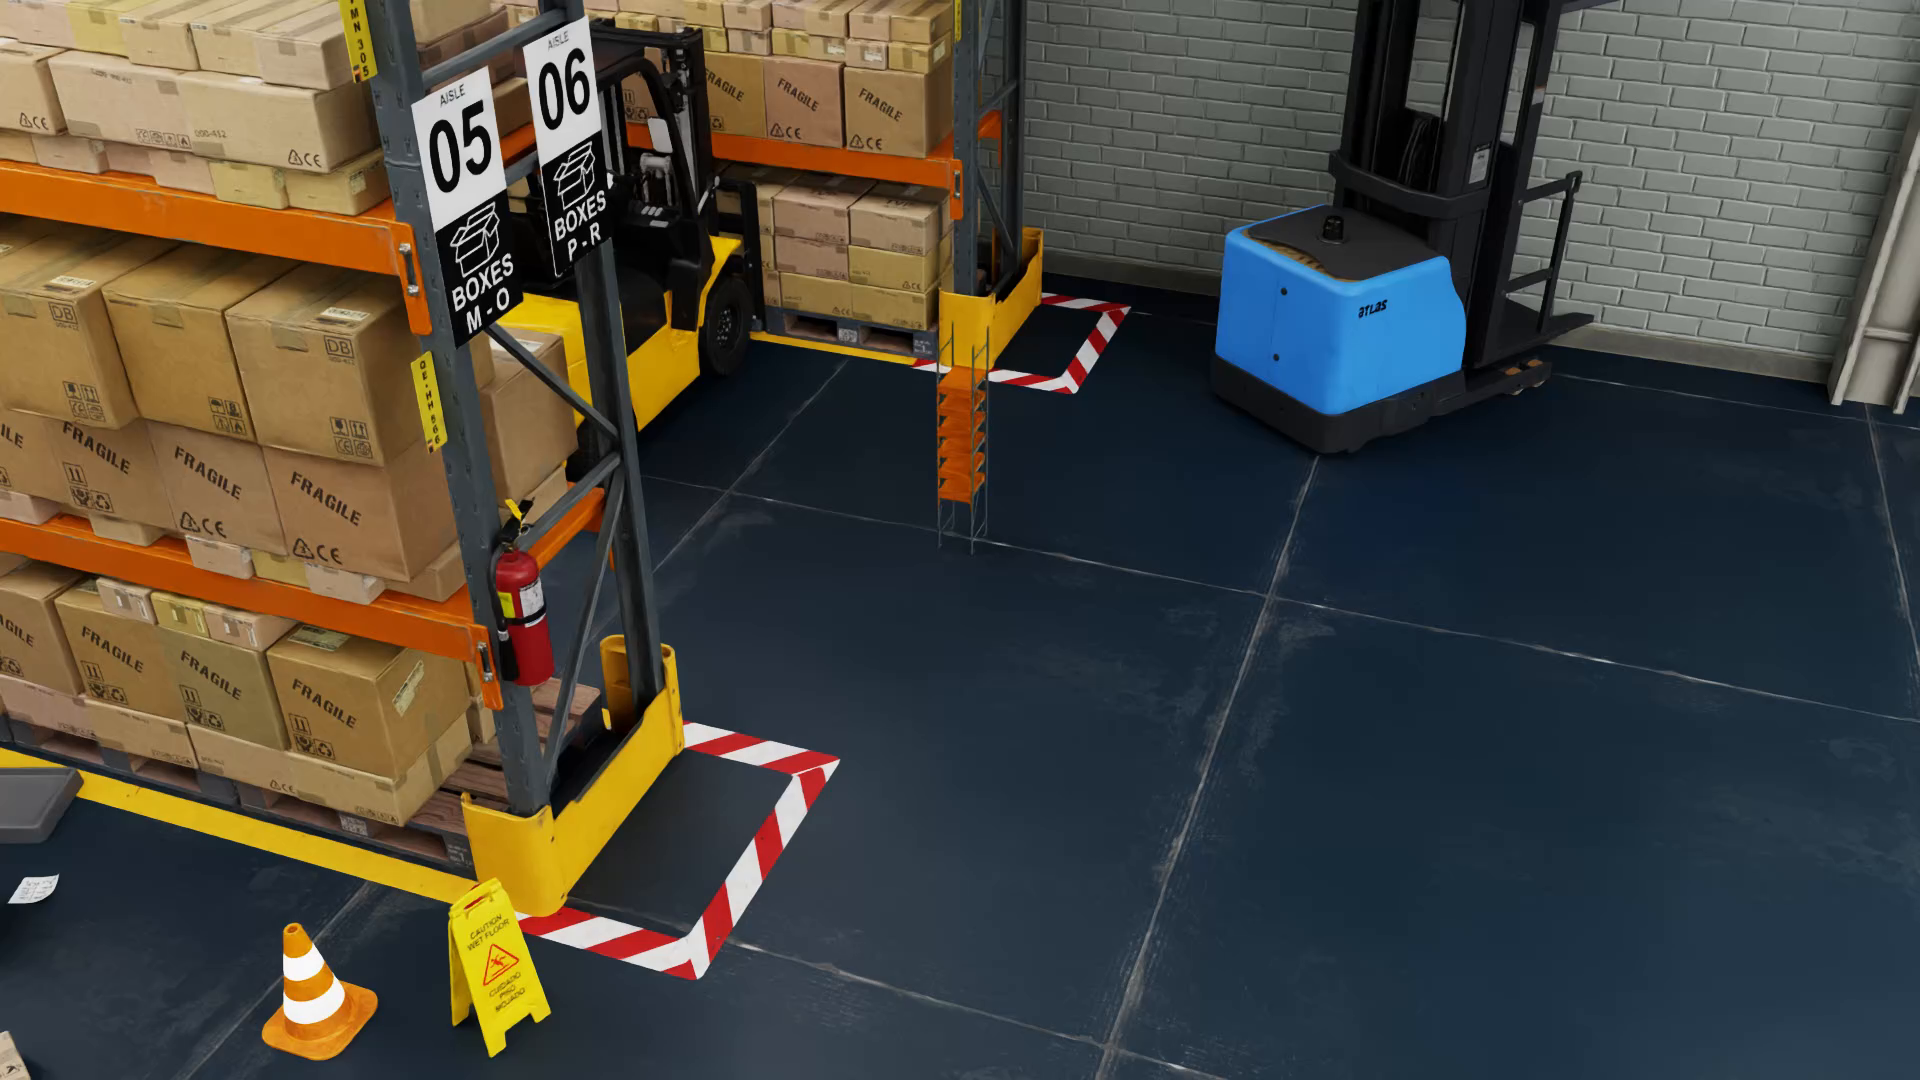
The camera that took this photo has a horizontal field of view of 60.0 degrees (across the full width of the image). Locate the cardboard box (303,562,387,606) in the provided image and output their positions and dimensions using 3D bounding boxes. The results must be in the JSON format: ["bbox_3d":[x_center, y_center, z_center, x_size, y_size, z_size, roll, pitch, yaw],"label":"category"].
[{"bbox_3d":[-2.185,0.059,6.124,0.250,0.149,0.380,11,34,16],"label":"cardboard box"}]

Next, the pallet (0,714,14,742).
[{"bbox_3d":[-4.606,0.447,7.863,1.213,0.211,1.003,11,34,16],"label":"pallet"}]

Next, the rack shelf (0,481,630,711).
[{"bbox_3d":[-3.367,-0.161,6.897,4.000,0.370,1.077,11,34,16],"label":"rack shelf"}]

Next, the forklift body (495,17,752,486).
[{"bbox_3d":[-2.214,-1.691,9.387,1.214,2.155,2.313,11,34,16],"label":"forklift body"}]

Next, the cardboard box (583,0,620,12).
[{"bbox_3d":[-2.140,-3.399,10.285,0.250,0.149,0.380,11,34,16],"label":"cardboard box"}]

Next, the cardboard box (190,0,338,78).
[{"bbox_3d":[-2.133,-1.565,5.140,0.250,0.149,0.380,12,35,17],"label":"cardboard box"}]

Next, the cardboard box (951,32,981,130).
[{"bbox_3d":[-0.186,-2.907,10.395,0.500,0.500,0.500,12,35,18],"label":"cardboard box"}]

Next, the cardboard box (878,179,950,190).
[{"bbox_3d":[-0.202,-2.259,10.709,0.500,0.250,0.500,10,34,16],"label":"cardboard box"}]

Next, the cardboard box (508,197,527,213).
[{"bbox_3d":[-2.753,-2.259,11.170,0.500,0.250,0.500,11,34,16],"label":"cardboard box"}]

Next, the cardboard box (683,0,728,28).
[{"bbox_3d":[-1.457,-3.212,9.996,0.250,0.149,0.380,12,35,17],"label":"cardboard box"}]

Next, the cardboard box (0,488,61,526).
[{"bbox_3d":[-3.614,-0.232,6.575,0.250,0.149,0.380,11,34,16],"label":"cardboard box"}]

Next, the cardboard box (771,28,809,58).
[{"bbox_3d":[-0.938,-3.029,9.986,0.250,0.149,0.380,11,34,16],"label":"cardboard box"}]

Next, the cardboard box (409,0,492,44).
[{"bbox_3d":[-1.750,-1.756,5.436,0.250,0.149,0.380,11,34,16],"label":"cardboard box"}]

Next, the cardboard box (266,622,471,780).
[{"bbox_3d":[-2.327,0.553,6.585,0.500,0.500,0.500,11,35,17],"label":"cardboard box"}]

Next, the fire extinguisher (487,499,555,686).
[{"bbox_3d":[-1.532,0.191,5.760,0.183,0.674,0.296,11,34,16],"label":"fire extinguisher"}]

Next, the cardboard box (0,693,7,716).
[{"bbox_3d":[-4.280,0.487,7.378,0.500,0.250,0.500,13,35,19],"label":"cardboard box"}]

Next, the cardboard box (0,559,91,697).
[{"bbox_3d":[-3.790,0.268,7.026,0.500,0.500,0.500,13,35,19],"label":"cardboard box"}]

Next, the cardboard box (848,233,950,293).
[{"bbox_3d":[-0.377,-1.793,10.449,0.500,0.250,0.500,11,34,16],"label":"cardboard box"}]

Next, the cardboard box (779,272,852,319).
[{"bbox_3d":[-0.827,-1.674,10.726,0.500,0.250,0.500,11,34,16],"label":"cardboard box"}]

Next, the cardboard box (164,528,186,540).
[{"bbox_3d":[-2.865,-0.149,6.447,0.250,0.149,0.380,11,35,17],"label":"cardboard box"}]

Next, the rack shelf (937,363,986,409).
[{"bbox_3d":[0.014,-0.767,8.249,0.180,0.103,0.258,11,34,16],"label":"rack shelf"}]

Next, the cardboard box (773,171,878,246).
[{"bbox_3d":[-0.835,-2.089,10.447,0.500,0.250,0.500,12,35,17],"label":"cardboard box"}]

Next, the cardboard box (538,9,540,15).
[{"bbox_3d":[-2.415,-3.275,10.366,0.250,0.149,0.380,11,34,16],"label":"cardboard box"}]

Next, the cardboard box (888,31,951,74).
[{"bbox_3d":[-0.235,-2.867,9.736,0.250,0.149,0.380,12,35,17],"label":"cardboard box"}]

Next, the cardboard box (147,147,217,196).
[{"bbox_3d":[-2.399,-1.269,5.417,0.250,0.149,0.380,12,35,18],"label":"cardboard box"}]

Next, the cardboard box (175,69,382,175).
[{"bbox_3d":[-2.057,-1.376,5.214,0.500,0.250,0.500,11,34,16],"label":"cardboard box"}]

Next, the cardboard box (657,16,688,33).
[{"bbox_3d":[-1.655,-3.181,10.222,0.250,0.149,0.380,11,34,16],"label":"cardboard box"}]

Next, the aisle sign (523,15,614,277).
[{"bbox_3d":[-1.322,-1.336,5.658,0.004,0.787,0.394,11,34,16],"label":"aisle sign"}]

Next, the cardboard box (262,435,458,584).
[{"bbox_3d":[-2.089,-0.223,5.964,0.500,0.500,0.500,10,34,16],"label":"cardboard box"}]

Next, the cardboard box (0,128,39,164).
[{"bbox_3d":[-3.111,-1.423,5.655,0.250,0.149,0.380,10,34,15],"label":"cardboard box"}]

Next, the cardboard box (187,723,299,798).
[{"bbox_3d":[-2.821,0.772,6.937,0.500,0.250,0.500,11,34,17],"label":"cardboard box"}]

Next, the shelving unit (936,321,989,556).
[{"bbox_3d":[0.014,-0.501,8.420,0.189,1.200,0.258,11,34,16],"label":"shelving unit"}]

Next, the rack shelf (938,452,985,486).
[{"bbox_3d":[0.014,-0.363,8.510,0.180,0.103,0.258,11,34,16],"label":"rack shelf"}]

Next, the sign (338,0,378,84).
[{"bbox_3d":[-1.691,-1.450,4.648,0.005,0.325,0.100,11,34,16],"label":"sign"}]

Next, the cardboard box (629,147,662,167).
[{"bbox_3d":[-2.279,-2.373,10.886,0.500,0.250,0.500,12,35,18],"label":"cardboard box"}]

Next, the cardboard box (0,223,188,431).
[{"bbox_3d":[-3.028,-0.804,5.941,0.500,0.500,0.700,11,34,16],"label":"cardboard box"}]

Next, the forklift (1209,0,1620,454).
[{"bbox_3d":[3.014,-2.329,9.656,3.031,2.935,1.130,-20,38,-28],"label":"forklift"}]

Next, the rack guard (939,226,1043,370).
[{"bbox_3d":[0.209,-1.578,10.733,0.348,0.500,1.175,11,34,16],"label":"rack guard"}]

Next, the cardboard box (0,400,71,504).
[{"bbox_3d":[-3.499,-0.513,6.412,0.500,0.500,0.500,11,35,17],"label":"cardboard box"}]

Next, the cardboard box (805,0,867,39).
[{"bbox_3d":[-0.720,-3.093,9.811,0.250,0.149,0.380,12,35,18],"label":"cardboard box"}]

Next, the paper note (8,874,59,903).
[{"bbox_3d":[-3.666,1.380,6.585,0.148,0.019,0.142,0,33,0],"label":"paper note"}]

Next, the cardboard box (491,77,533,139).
[{"bbox_3d":[-1.687,-1.478,5.741,0.250,0.149,0.380,11,34,17],"label":"cardboard box"}]

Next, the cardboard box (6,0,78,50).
[{"bbox_3d":[-2.828,-1.723,5.385,0.250,0.149,0.380,11,34,16],"label":"cardboard box"}]

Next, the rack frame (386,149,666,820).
[{"bbox_3d":[-1.485,-0.097,6.135,0.127,3.000,1.000,11,34,16],"label":"rack frame"}]

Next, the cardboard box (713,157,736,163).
[{"bbox_3d":[-1.621,-2.542,11.148,0.500,0.250,0.500,10,34,16],"label":"cardboard box"}]

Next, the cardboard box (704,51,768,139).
[{"bbox_3d":[-1.333,-2.824,10.266,0.500,0.500,0.500,10,34,16],"label":"cardboard box"}]

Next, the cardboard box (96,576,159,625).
[{"bbox_3d":[-3.178,0.151,6.610,0.250,0.149,0.380,12,35,19],"label":"cardboard box"}]
